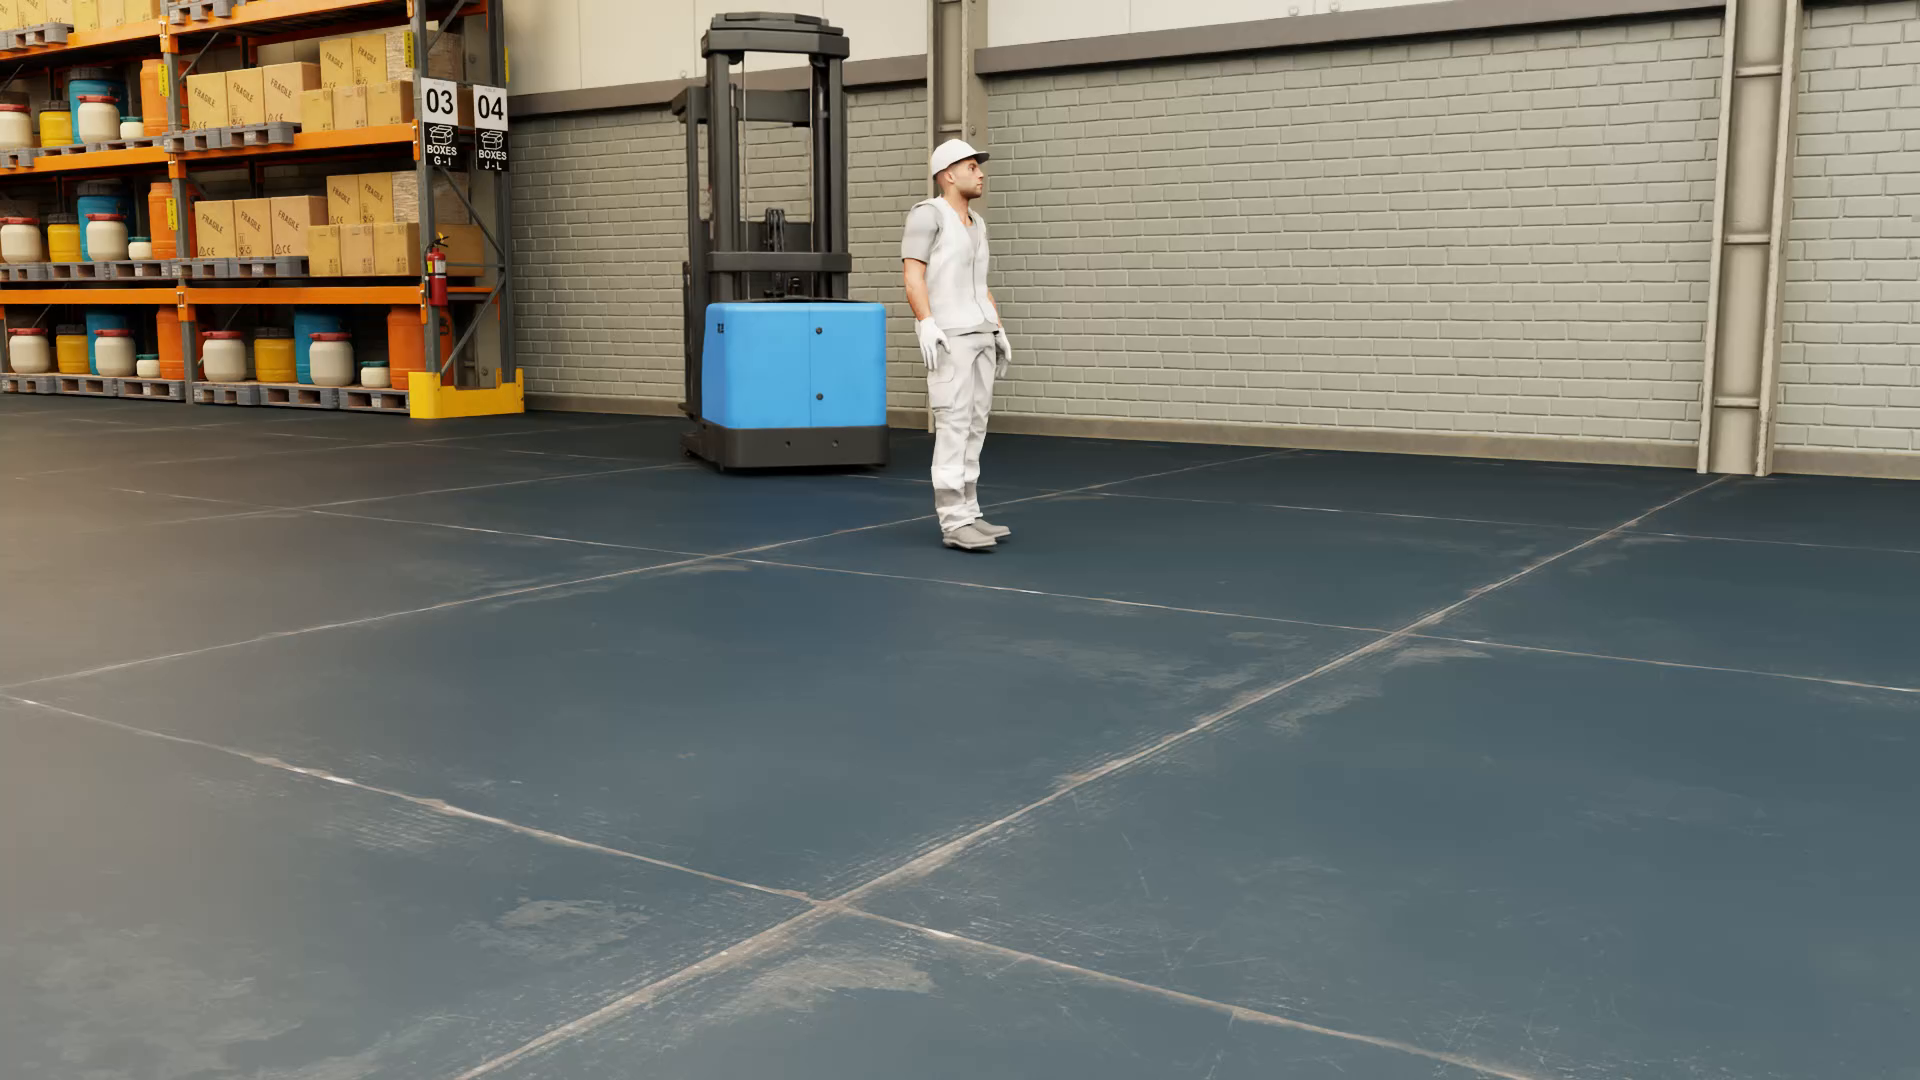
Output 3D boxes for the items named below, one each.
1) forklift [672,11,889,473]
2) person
[{"bbox_3d":[-1.378,-2.044,11.570,1.130,2.935,3.031,-3,8,-17],"label":"forklift"},{"bbox_3d":[0.059,-0.885,7.422,0.564,1.787,0.637,5,10,34],"label":"person"}]
